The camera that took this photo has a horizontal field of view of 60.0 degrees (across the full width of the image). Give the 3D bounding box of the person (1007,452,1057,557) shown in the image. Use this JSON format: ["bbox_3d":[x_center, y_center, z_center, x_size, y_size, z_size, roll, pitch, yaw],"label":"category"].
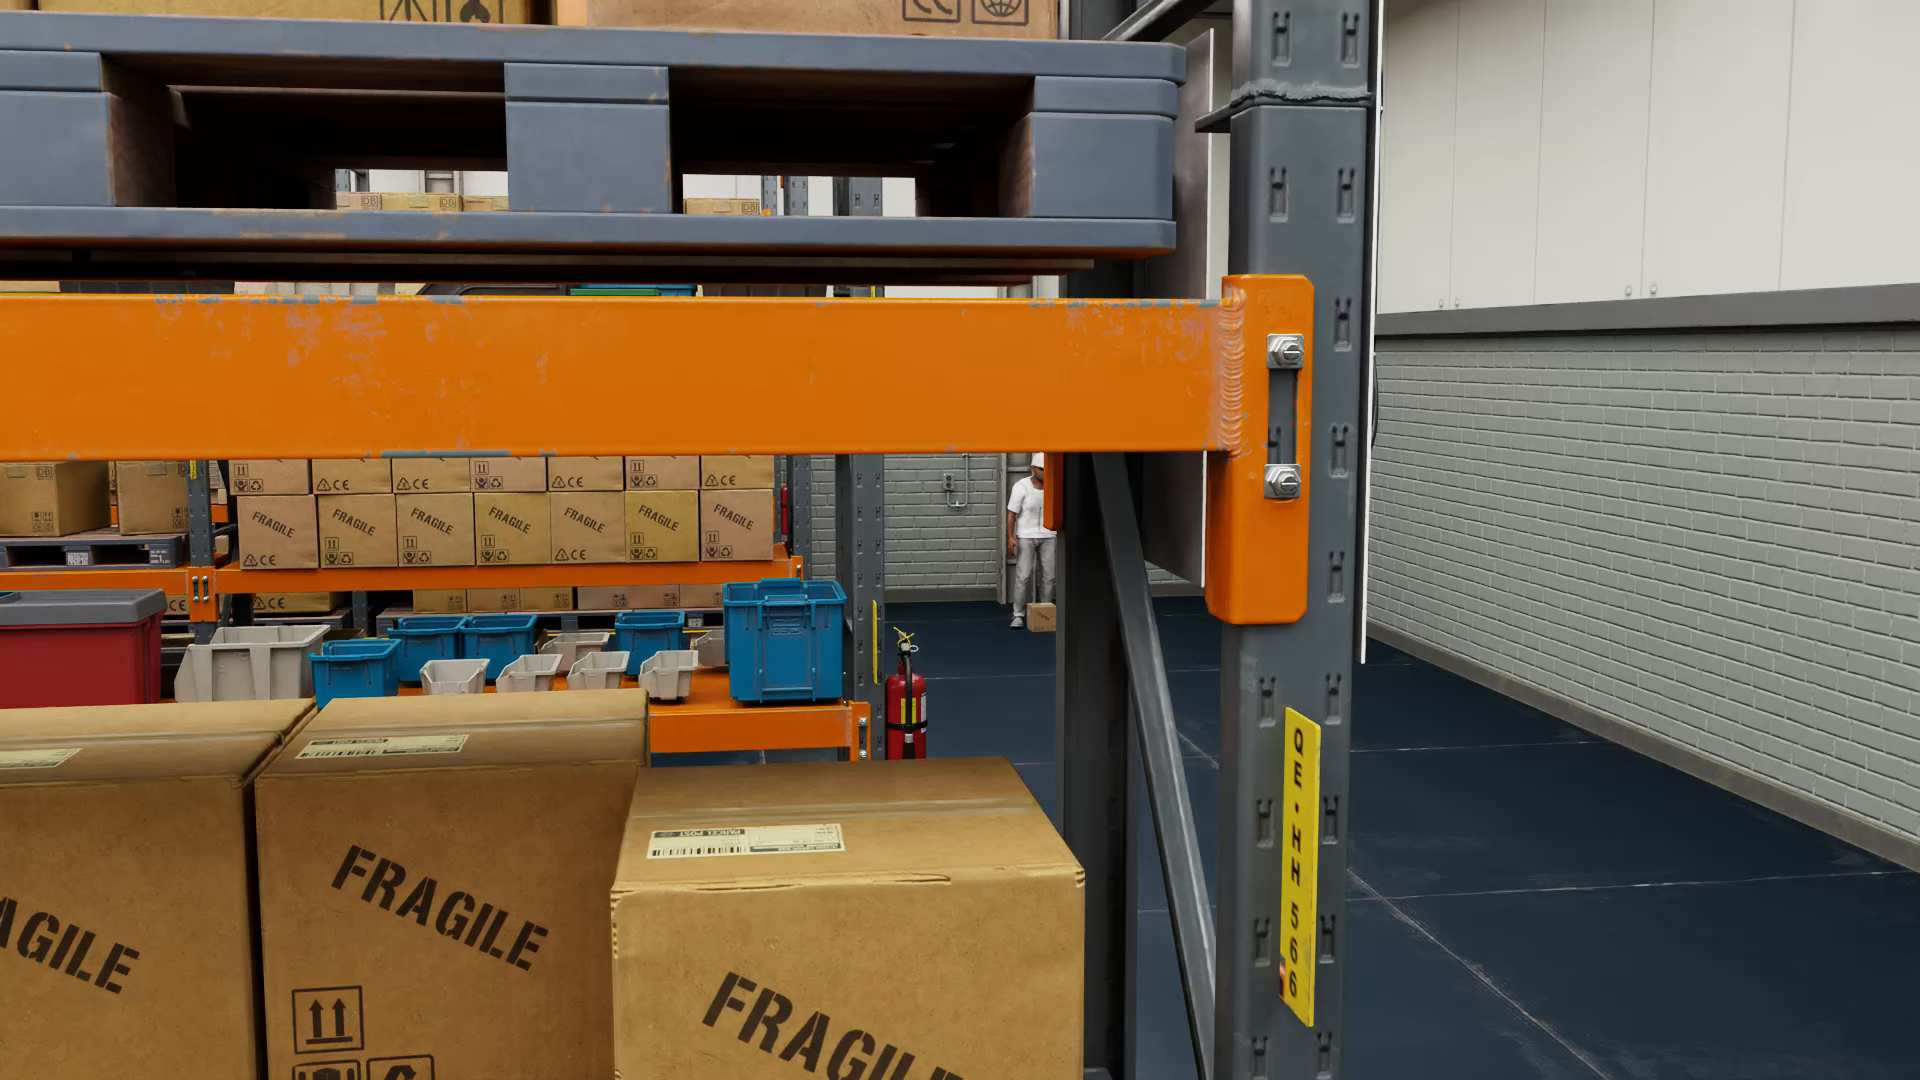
[{"bbox_3d":[0.781,-0.355,16.649,0.636,1.060,0.454,-1,7,-12],"label":"person"}]
